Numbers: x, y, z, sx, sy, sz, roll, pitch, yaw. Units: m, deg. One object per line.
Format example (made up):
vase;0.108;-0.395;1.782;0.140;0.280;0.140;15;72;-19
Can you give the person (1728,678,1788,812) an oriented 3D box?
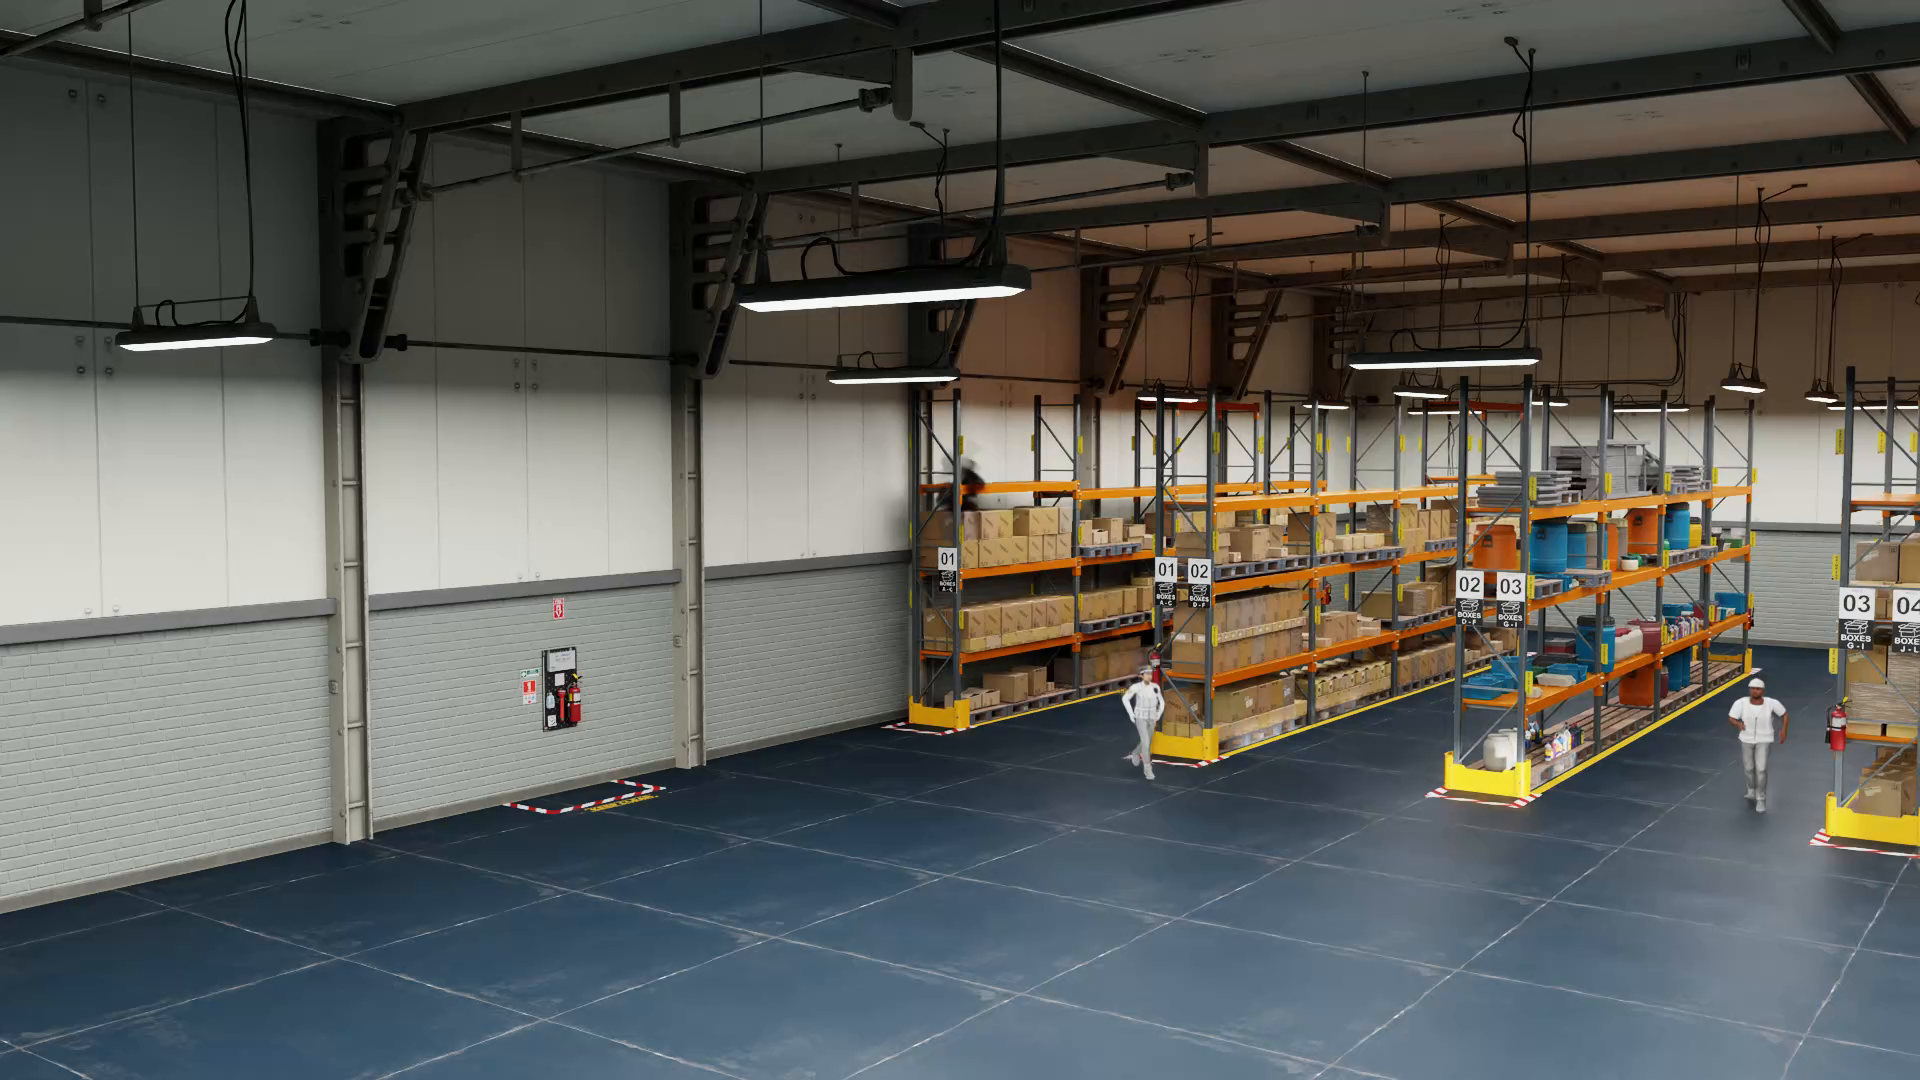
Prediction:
person;10.997;2.826;22.956;0.724;1.848;0.757;2;4;34

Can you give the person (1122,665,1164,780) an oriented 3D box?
person;2.811;2.724;25.262;0.639;1.684;0.802;-1;3;-21
